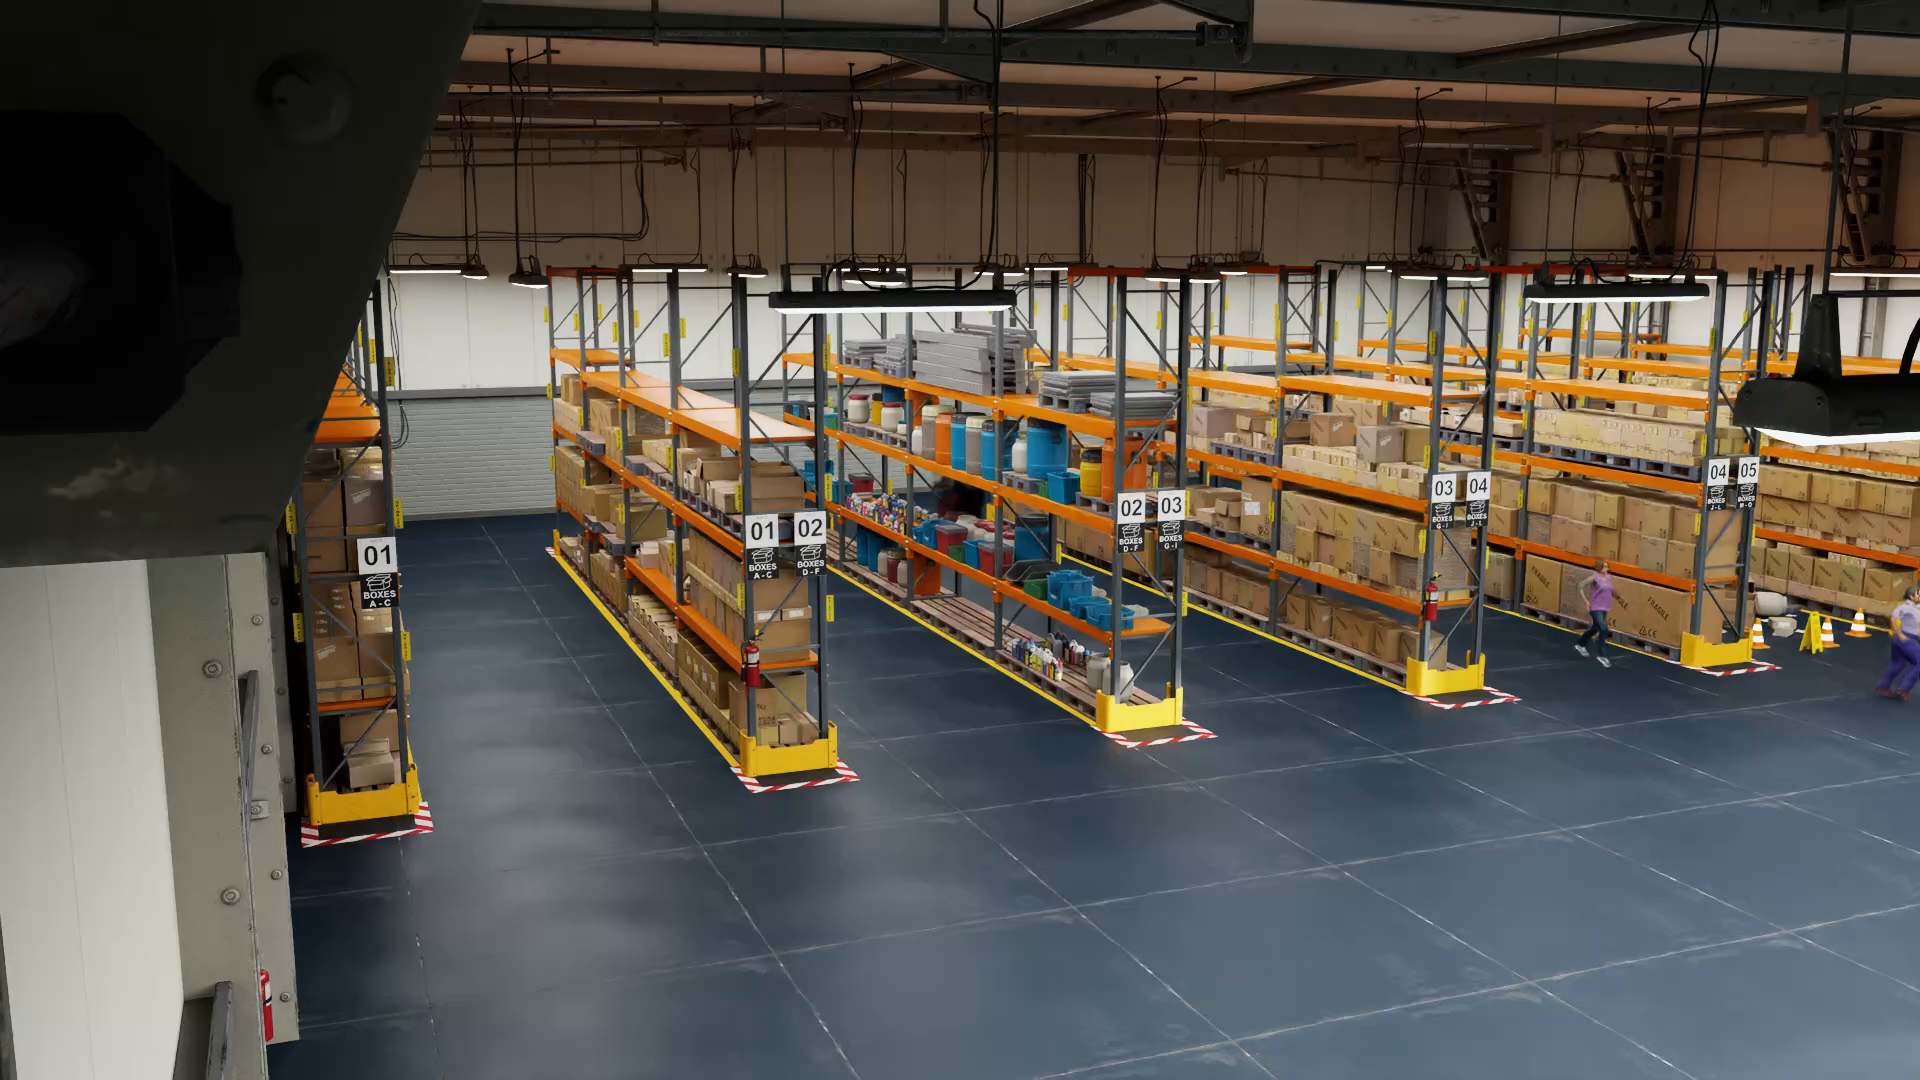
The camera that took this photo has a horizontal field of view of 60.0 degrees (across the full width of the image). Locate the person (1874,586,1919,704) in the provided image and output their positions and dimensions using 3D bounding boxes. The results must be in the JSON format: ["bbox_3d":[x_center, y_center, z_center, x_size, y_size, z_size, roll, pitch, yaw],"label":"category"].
[{"bbox_3d":[13.412,1.482,23.554,0.697,1.685,0.574,5,11,25],"label":"person"}]

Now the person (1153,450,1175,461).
[{"bbox_3d":[4.874,-1.663,41.253,0.907,1.706,0.684,-3,10,-18],"label":"person"}]

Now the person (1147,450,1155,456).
[{"bbox_3d":[4.393,-1.304,39.346,0.747,1.685,0.696,-2,10,-10],"label":"person"}]

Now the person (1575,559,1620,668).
[{"bbox_3d":[9.837,1.098,25.678,0.521,1.632,0.752,-6,12,-33],"label":"person"}]
